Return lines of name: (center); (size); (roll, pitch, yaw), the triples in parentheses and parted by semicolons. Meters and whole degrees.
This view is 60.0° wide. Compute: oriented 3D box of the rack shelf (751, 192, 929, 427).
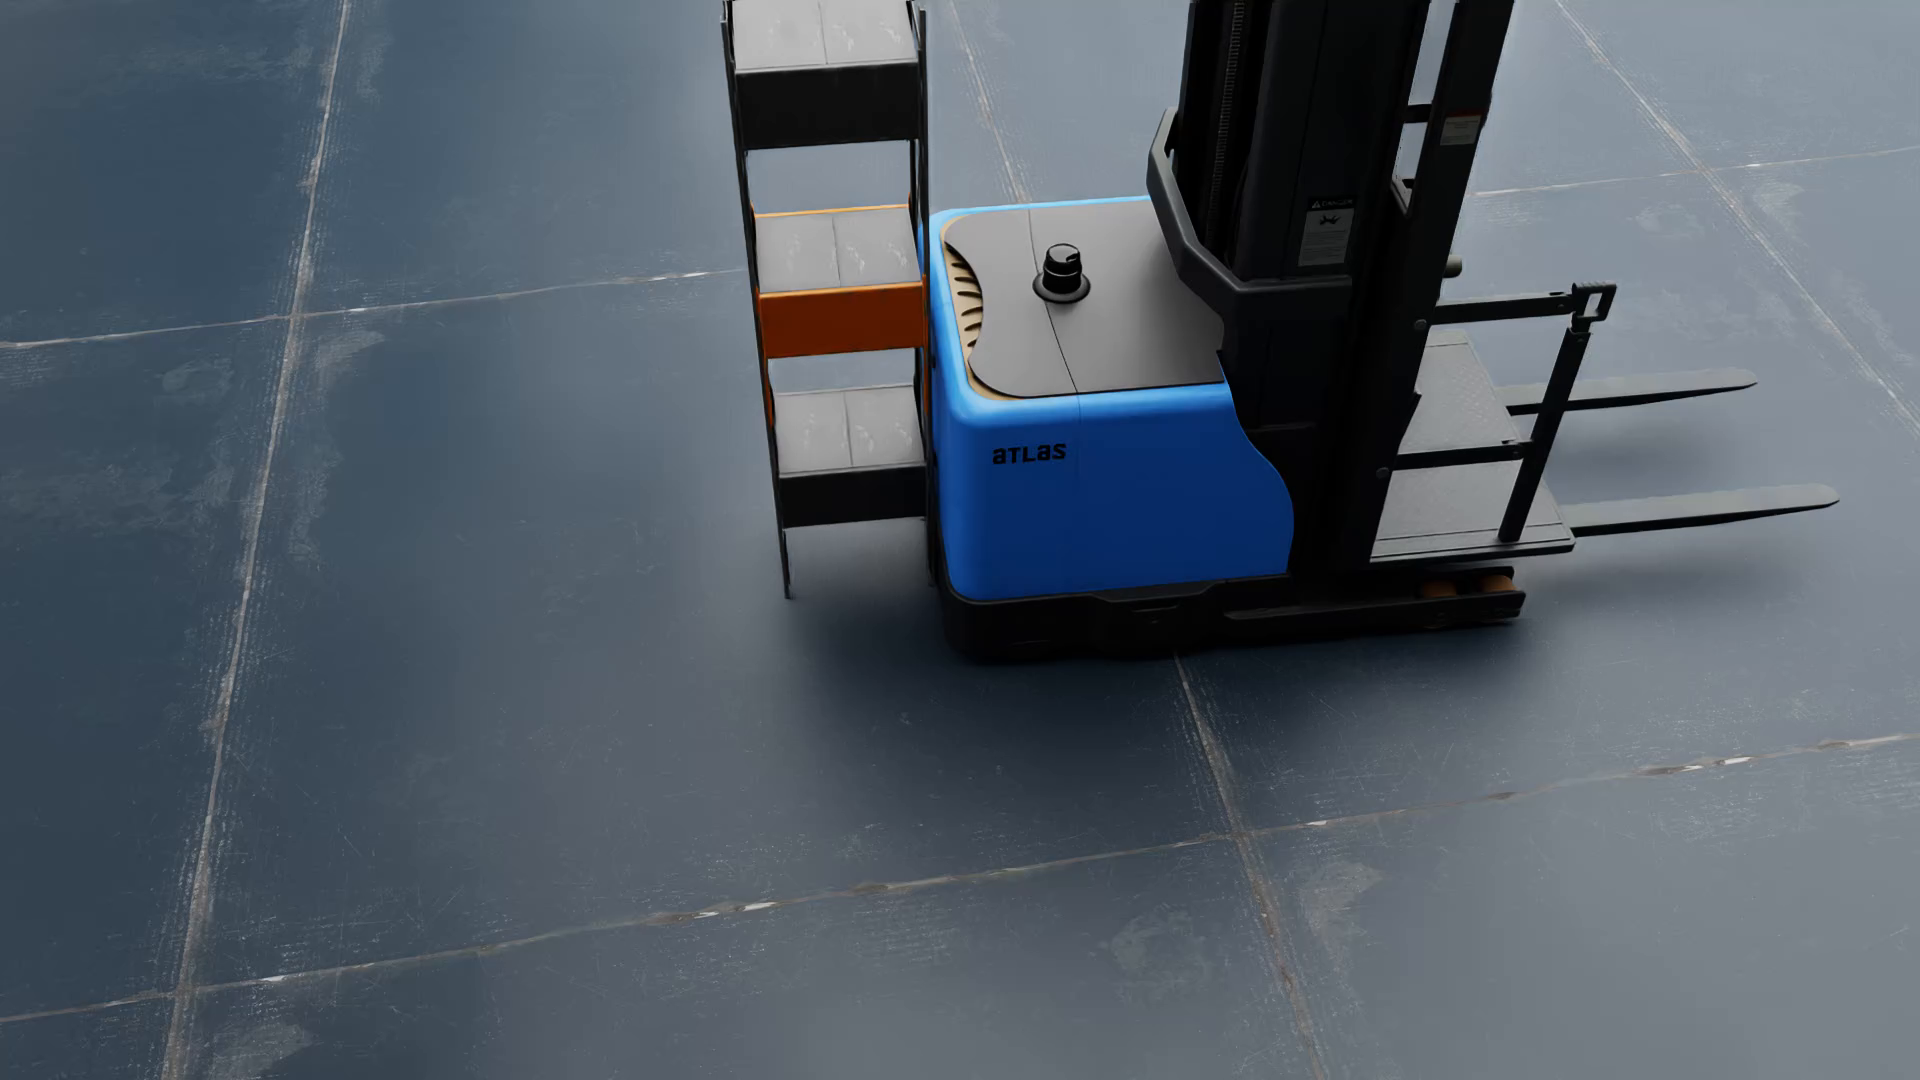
rack shelf: (-0.358, -0.686, 4.972); (0.480, 0.518, 0.431); (-5, 46, -5)

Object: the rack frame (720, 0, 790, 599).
rack frame: (-0.600, -0.674, 4.942); (0.015, 2.100, 0.400); (-5, 46, -5)

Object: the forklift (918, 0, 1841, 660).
forklift: (1.410, -1.102, 4.776); (3.031, 2.935, 1.130); (-5, 46, -5)

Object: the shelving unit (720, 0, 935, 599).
shelving unit: (-0.358, -0.696, 4.962); (0.503, 2.100, 0.431); (-5, 46, -5)

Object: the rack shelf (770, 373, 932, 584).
rack shelf: (-0.358, -0.201, 5.476); (0.480, 0.518, 0.431); (-5, 46, -5)

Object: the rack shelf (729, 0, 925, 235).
rack shelf: (-0.358, -1.172, 4.468); (0.480, 0.518, 0.431); (-5, 46, -5)

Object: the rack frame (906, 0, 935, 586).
rack frame: (-0.115, -0.717, 4.983); (0.015, 2.100, 0.400); (-5, 46, -5)
